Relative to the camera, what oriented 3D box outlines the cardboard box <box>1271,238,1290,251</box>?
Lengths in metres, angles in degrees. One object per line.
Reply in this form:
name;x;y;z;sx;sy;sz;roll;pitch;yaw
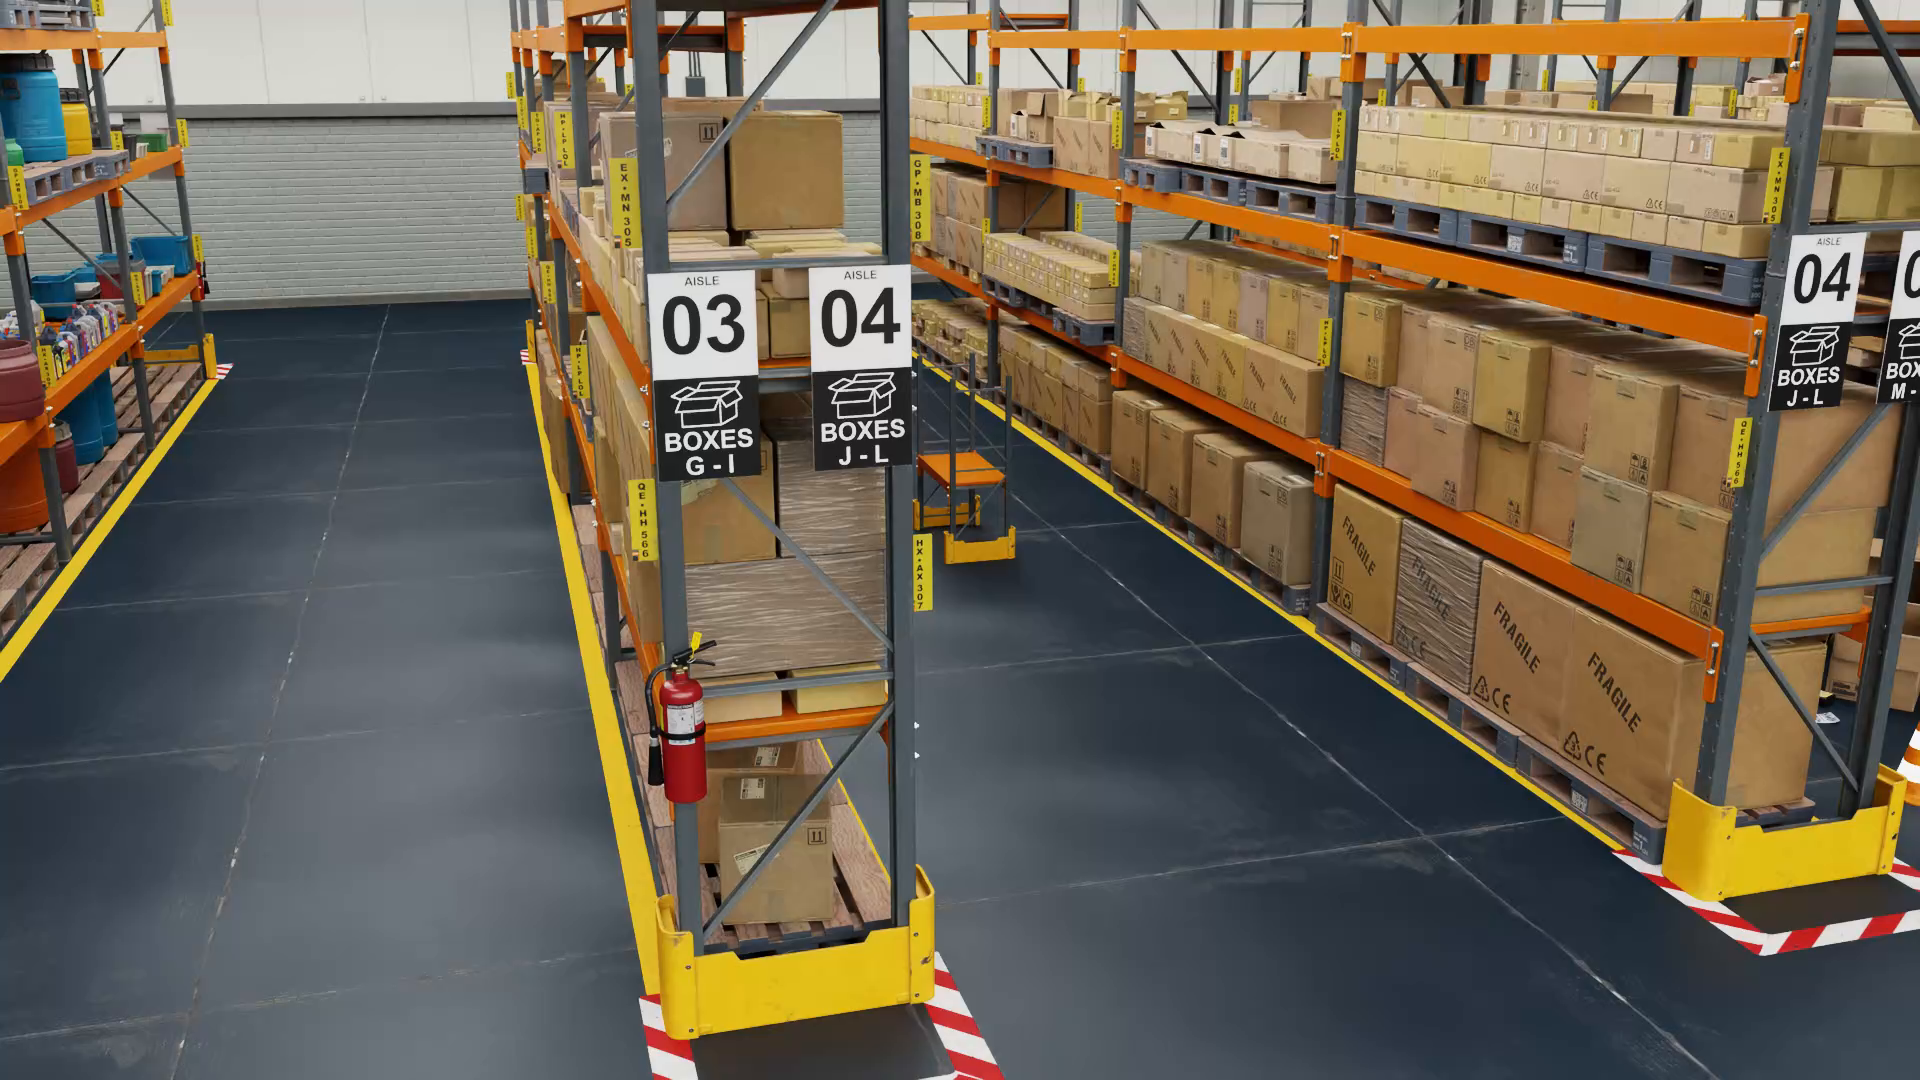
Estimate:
cardboard box;4.592;-4.230;22.646;0.500;0.500;0.500;-5;17;-16

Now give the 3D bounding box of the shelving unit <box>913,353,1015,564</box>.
shelving unit;0.021;-0.697;13.666;0.587;1.500;1.083;-5;17;-15

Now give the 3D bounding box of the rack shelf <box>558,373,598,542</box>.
rack shelf;-2.333;-0.723;12.396;1.077;0.370;4.000;-5;17;-15

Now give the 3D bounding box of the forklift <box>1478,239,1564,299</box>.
forklift;5.274;-1.686;14.471;3.031;2.935;1.130;9;19;28

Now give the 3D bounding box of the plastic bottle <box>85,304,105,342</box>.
plastic bottle;-8.126;-2.033;15.591;0.144;0.351;0.185;-5;17;-15

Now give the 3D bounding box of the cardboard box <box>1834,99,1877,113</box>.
cardboard box;10.458;-5.073;19.430;0.380;0.149;0.250;-5;17;-15

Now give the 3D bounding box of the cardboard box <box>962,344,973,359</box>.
cardboard box;0.246;-2.278;20.031;0.380;0.149;0.250;-5;18;-17

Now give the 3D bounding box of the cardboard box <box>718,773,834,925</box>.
cardboard box;-0.839;1.414;7.646;0.500;0.500;0.500;-1;17;-5

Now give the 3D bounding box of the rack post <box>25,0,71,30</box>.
rack post;-8.065;-4.420;13.893;0.937;0.300;0.954;-3;17;-9

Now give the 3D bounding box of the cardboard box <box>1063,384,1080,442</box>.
cardboard box;1.343;-1.294;16.662;0.500;0.500;0.500;-4;17;-13

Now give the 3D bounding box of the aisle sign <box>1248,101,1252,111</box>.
aisle sign;4.149;-5.859;23.725;0.394;0.787;0.004;-5;17;-15

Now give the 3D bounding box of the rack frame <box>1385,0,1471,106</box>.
rack frame;5.547;-6.384;19.563;1.000;3.000;0.127;-5;17;-15

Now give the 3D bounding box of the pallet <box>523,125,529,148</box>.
pallet;-4.528;-4.685;19.276;1.003;0.211;1.213;-5;17;-15

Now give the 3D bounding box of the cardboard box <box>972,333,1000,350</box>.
cardboard box;0.359;-2.358;19.778;0.380;0.149;0.250;-4;17;-15

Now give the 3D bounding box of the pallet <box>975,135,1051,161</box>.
pallet;0.882;-4.259;18.029;1.213;0.211;1.003;-5;17;-15

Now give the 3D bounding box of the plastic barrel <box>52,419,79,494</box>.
plastic barrel;-8.106;-0.722;14.603;0.600;0.588;0.708;-5;17;-15

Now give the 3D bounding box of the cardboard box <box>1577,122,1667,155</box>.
cardboard box;3.416;-2.067;8.551;0.380;0.149;0.250;-5;17;-15

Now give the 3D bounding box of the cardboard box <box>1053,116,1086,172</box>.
cardboard box;1.230;-3.883;16.278;0.500;0.500;0.500;-5;17;-15

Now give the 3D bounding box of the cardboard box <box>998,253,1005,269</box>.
cardboard box;0.625;-3.027;18.004;0.380;0.149;0.250;-4;17;-14

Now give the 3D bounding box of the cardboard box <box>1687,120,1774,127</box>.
cardboard box;4.049;-2.118;8.723;0.380;0.149;0.250;-5;17;-16

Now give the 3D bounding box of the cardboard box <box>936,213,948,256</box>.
cardboard box;0.013;-3.819;20.762;0.500;0.500;0.500;-5;17;-17

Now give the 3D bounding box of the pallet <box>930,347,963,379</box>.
pallet;0.258;-2.277;21.166;1.003;0.211;1.213;-5;17;-15

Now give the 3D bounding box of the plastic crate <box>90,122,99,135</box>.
plastic crate;-9.688;-4.405;18.296;0.504;0.338;0.767;-5;17;-15

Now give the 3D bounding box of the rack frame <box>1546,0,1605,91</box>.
rack frame;9.219;-7.884;24.556;1.000;3.000;0.127;-5;17;-15

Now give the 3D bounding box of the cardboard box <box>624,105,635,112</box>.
cardboard box;-2.238;-2.954;12.314;0.500;0.500;0.500;-4;17;-14

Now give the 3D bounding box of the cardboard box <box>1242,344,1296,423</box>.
cardboard box;2.474;-1.190;12.524;0.500;0.500;0.500;-5;17;-16

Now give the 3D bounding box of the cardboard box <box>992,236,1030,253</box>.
cardboard box;0.564;-3.235;18.181;0.380;0.149;0.250;-4;17;-14

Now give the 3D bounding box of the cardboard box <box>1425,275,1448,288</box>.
cardboard box;5.683;-3.010;19.021;0.500;0.250;0.500;-5;17;-16

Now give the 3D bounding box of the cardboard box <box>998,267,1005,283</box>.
cardboard box;0.628;-2.881;18.037;0.380;0.149;0.250;-5;17;-15

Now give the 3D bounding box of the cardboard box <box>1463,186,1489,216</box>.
cardboard box;3.139;-1.964;9.596;0.380;0.149;0.250;-5;17;-15

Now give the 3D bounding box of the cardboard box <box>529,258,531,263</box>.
cardboard box;-4.925;-3.468;20.026;0.500;0.250;0.500;-5;18;-17

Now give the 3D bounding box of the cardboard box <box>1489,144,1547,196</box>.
cardboard box;3.298;-2.059;9.217;0.500;0.250;0.500;-5;17;-15

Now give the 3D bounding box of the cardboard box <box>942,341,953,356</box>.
cardboard box;-0.010;-2.437;21.076;0.380;0.149;0.250;-5;17;-15

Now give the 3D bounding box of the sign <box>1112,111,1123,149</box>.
sign;1.392;-3.627;14.700;0.100;0.325;0.005;-5;17;-15

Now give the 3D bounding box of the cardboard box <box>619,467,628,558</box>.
cardboard box;-1.284;-0.163;8.588;0.875;0.500;0.500;-5;17;-15

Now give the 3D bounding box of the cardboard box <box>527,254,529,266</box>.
cardboard box;-5.229;-3.518;20.888;0.380;0.149;0.250;-5;17;-16

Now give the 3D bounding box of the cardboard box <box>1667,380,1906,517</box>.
cardboard box;4.048;-0.467;8.155;0.875;0.550;0.550;-5;17;-15

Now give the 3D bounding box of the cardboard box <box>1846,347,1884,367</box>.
cardboard box;7.338;-1.499;13.436;0.380;0.149;0.250;-4;17;-14

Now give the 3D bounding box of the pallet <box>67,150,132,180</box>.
pallet;-8.435;-3.473;15.414;1.213;0.211;1.003;-5;17;-15

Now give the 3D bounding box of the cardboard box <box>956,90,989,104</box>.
cardboard box;0.172;-5.239;19.665;0.380;0.149;0.250;-5;18;-17

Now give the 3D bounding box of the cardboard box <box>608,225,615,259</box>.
cardboard box;-1.411;-1.376;7.674;0.380;0.149;0.250;-6;18;-18

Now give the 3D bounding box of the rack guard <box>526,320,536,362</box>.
rack guard;-5.088;-2.643;21.883;1.175;0.500;0.348;-5;17;-15

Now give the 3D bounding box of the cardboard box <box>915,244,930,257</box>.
cardboard box;-0.378;-3.816;21.880;0.380;0.149;0.250;-5;17;-17

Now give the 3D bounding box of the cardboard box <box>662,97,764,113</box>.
cardboard box;-1.414;-2.277;9.543;0.500;0.500;0.500;-5;17;-17

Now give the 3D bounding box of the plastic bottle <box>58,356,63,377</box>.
plastic bottle;-7.622;-1.479;14.006;0.097;0.201;0.097;0;17;0

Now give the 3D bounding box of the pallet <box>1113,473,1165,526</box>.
pallet;2.058;-0.426;15.002;1.003;0.211;1.213;-5;17;-15

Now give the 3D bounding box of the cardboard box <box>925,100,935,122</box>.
cardboard box;-0.142;-5.375;20.810;0.500;0.250;0.500;-4;17;-15

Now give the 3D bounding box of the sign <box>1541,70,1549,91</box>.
sign;8.697;-6.823;24.719;0.100;0.325;0.005;-5;17;-15

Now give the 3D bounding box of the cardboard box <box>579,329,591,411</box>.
cardboard box;-2.348;-1.237;11.948;0.797;0.503;0.637;-3;17;-10

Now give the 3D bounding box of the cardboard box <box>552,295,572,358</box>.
cardboard box;-3.388;-1.924;14.970;0.500;0.500;0.500;-5;17;-16

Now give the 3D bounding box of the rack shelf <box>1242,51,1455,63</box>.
rack shelf;4.997;-6.401;21.566;1.077;0.370;4.000;-5;17;-15

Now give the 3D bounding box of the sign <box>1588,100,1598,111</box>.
sign;6.110;-4.085;16.087;0.100;0.325;0.005;-5;17;-15

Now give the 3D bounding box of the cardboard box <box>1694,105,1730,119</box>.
cardboard box;9.945;-5.525;21.662;0.500;0.250;0.500;-5;17;-15

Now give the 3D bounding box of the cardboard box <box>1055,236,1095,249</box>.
cardboard box;1.257;-3.216;18.116;0.380;0.149;0.250;-5;18;-17

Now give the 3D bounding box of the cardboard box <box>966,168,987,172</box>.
cardboard box;0.371;-4.477;21.214;0.500;0.500;0.500;-4;17;-12

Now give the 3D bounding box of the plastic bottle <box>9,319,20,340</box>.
plastic bottle;-8.582;-1.874;15.193;0.152;0.276;0.135;-5;17;-15
